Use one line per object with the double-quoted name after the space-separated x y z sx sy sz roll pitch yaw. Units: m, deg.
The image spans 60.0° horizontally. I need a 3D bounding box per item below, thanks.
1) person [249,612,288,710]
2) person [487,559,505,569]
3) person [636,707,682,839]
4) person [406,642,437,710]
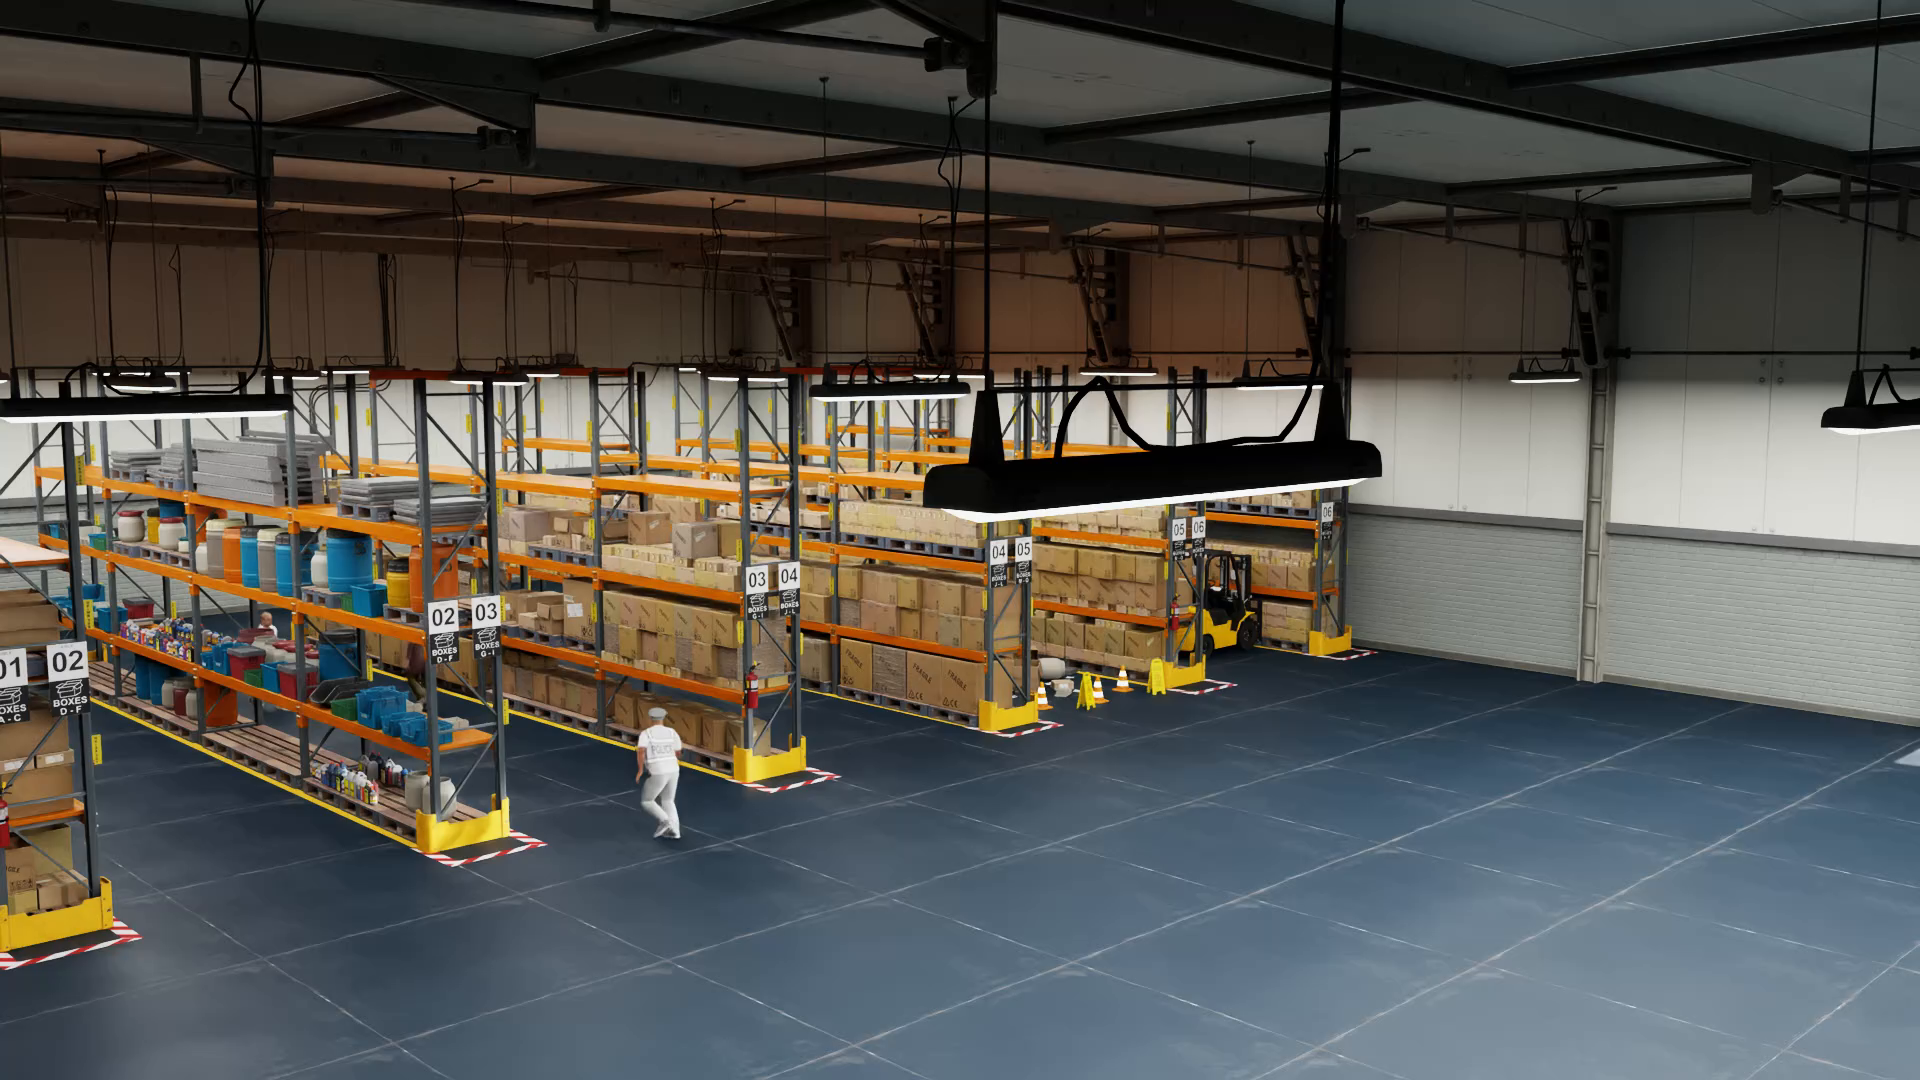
-12.224 2.135 29.466 1.070 1.722 0.596 4 8 31 "person"
-11.851 0.684 42.766 0.602 1.760 0.729 -2 7 -19 "person"
-3.939 3.060 21.822 0.673 1.648 0.770 -6 9 -42 "person"
-9.491 2.111 29.412 0.620 1.756 0.535 -6 9 -42 "person"
